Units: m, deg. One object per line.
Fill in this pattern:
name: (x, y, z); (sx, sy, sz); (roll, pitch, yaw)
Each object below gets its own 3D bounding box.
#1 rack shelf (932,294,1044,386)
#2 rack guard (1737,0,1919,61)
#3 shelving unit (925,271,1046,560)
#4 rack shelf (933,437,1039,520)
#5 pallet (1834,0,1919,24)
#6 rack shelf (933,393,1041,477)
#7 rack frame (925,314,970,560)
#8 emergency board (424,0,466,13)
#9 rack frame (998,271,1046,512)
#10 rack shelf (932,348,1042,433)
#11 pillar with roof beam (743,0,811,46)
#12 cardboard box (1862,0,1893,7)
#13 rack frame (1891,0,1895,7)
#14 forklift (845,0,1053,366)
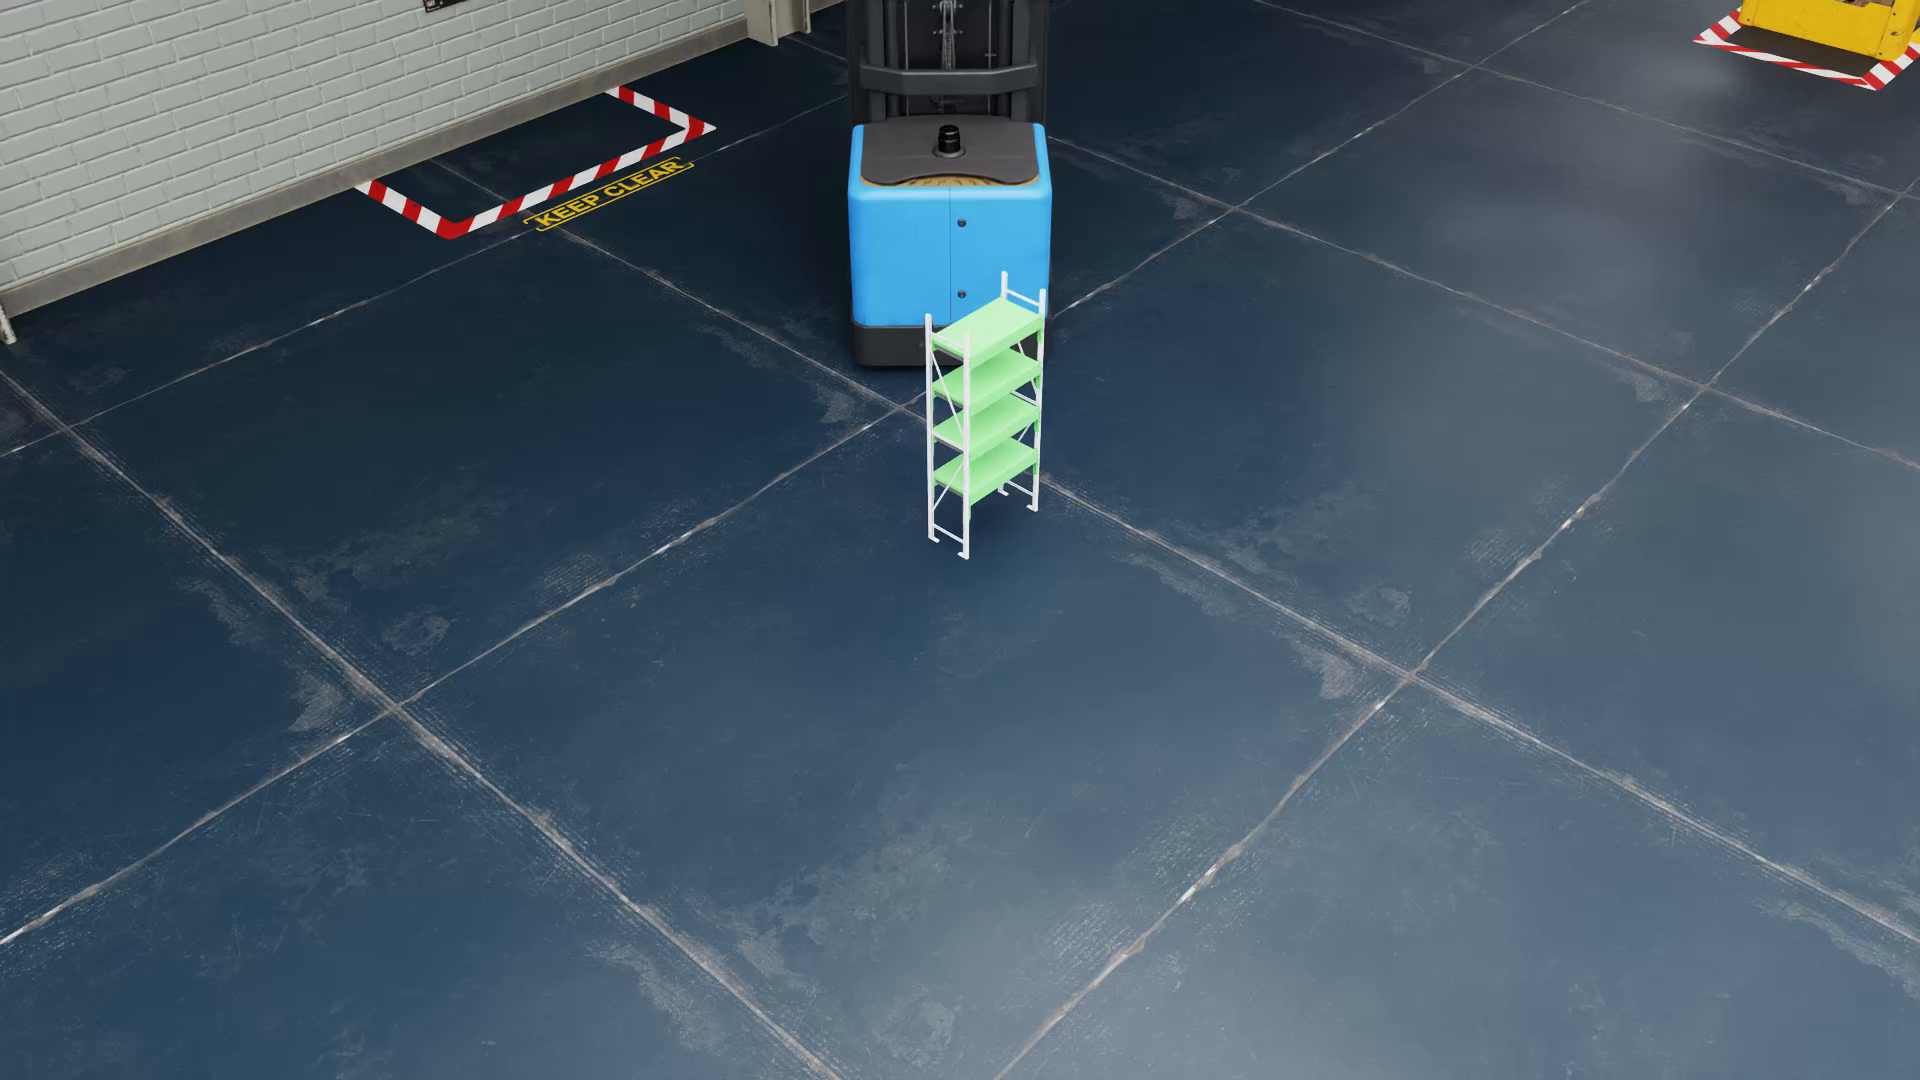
rack shelf: (0.112, -0.871, 7.213); (0.258, 0.148, 0.480); (30, 47, 32)
rack guard: (6.486, -4.002, 12.382); (1.175, 0.500, 0.348); (30, 47, 32)
shelving unit: (0.112, -0.546, 7.472); (0.258, 1.200, 0.503); (30, 47, 32)
rack shelf: (0.112, -0.308, 7.661); (0.258, 0.148, 0.480); (30, 47, 32)
pallet: (6.987, -4.269, 12.949); (1.003, 0.211, 1.213); (30, 47, 32)
rack shelf: (0.112, -0.496, 7.512); (0.258, 0.148, 0.480); (30, 47, 32)
rack frame: (-0.053, -0.434, 7.331); (0.240, 1.200, 0.015); (30, 47, 32)
emergency board: (-3.086, -3.883, 10.223); (0.157, 1.169, 0.626); (30, 47, 32)
rack frame: (0.276, -0.658, 7.613); (0.240, 1.200, 0.015); (30, 47, 32)
rack shelf: (0.112, -0.684, 7.363); (0.258, 0.148, 0.480); (30, 47, 32)
pillar with roof beam: (1.807, -5.539, 7.485); (9.100, 9.000, 0.400); (30, 47, 32)
cardboard box: (7.028, -4.233, 12.535); (0.500, 0.250, 0.500); (30, 47, 32)
rack frame: (6.502, -4.992, 11.618); (1.000, 3.000, 0.127); (30, 47, 32)
forklift: (-0.071, -2.955, 9.111); (1.130, 2.935, 3.031); (-1, 38, -1)
